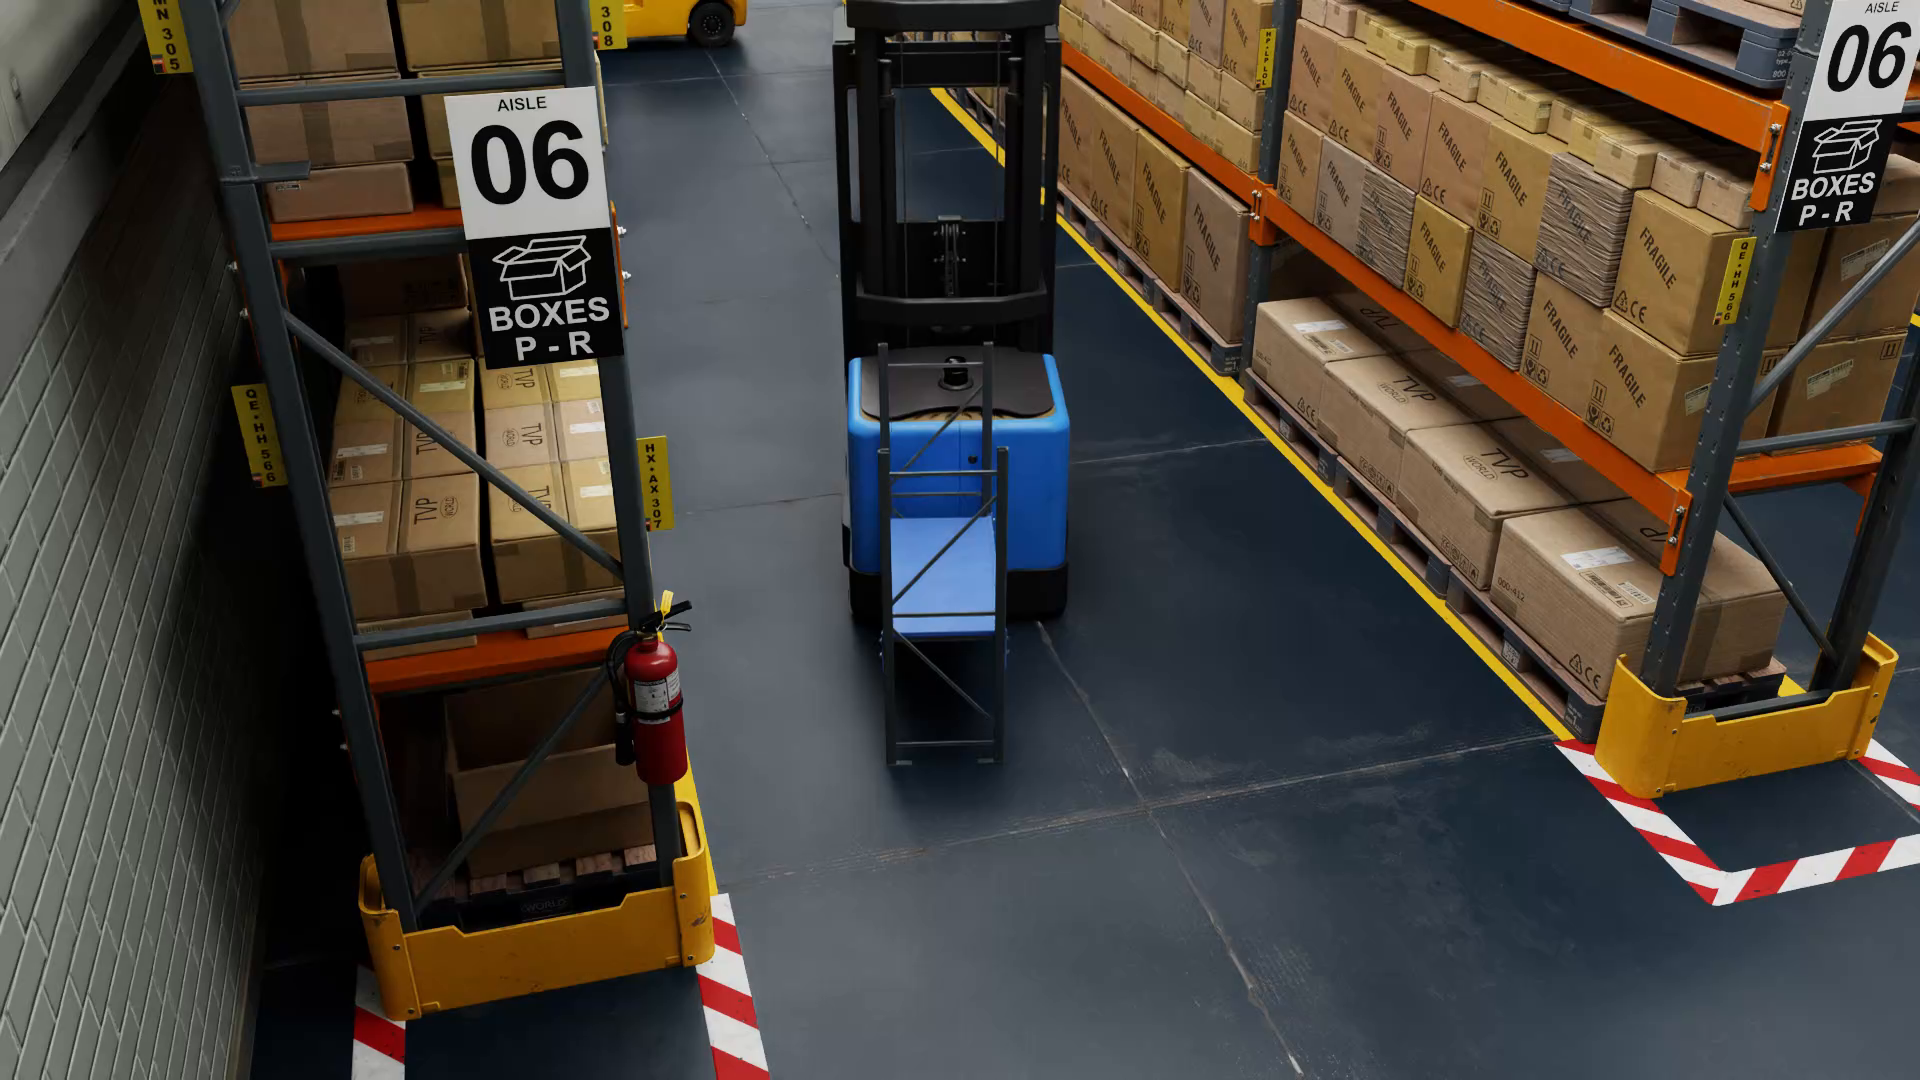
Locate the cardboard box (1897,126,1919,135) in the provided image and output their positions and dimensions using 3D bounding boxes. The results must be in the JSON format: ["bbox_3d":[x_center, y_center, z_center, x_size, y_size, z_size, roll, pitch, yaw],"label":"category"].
[{"bbox_3d":[7.050,-2.843,11.995,0.500,0.250,0.500,-9,31,-15],"label":"cardboard box"}]

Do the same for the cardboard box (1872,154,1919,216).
[{"bbox_3d":[3.480,-1.353,6.348,0.380,0.149,0.250,-7,31,-12],"label":"cardboard box"}]

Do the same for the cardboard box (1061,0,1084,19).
[{"bbox_3d":[1.081,-4.126,12.534,0.500,0.250,0.500,-8,31,-14],"label":"cardboard box"}]

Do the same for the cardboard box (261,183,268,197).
[{"bbox_3d":[-1.914,-1.159,5.014,0.380,0.149,0.250,-7,31,-12],"label":"cardboard box"}]

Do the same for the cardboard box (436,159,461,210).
[{"bbox_3d":[-1.337,-1.100,4.913,0.380,0.149,0.250,-7,31,-12],"label":"cardboard box"}]

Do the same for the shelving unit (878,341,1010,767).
[{"bbox_3d":[-0.085,0.050,7.167,0.538,1.500,1.048,-1,30,-2],"label":"shelving unit"}]

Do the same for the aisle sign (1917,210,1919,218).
[{"bbox_3d":[3.606,-1.517,5.781,0.394,0.787,0.004,-8,31,-13],"label":"aisle sign"}]

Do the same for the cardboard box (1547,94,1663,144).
[{"bbox_3d":[2.751,-1.787,7.098,0.380,0.149,0.250,-8,31,-14],"label":"cardboard box"}]

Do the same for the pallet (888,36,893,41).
[{"bbox_3d":[-0.417,-5.887,18.710,1.003,0.211,1.213,-8,31,-13],"label":"pallet"}]

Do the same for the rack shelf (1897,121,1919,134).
[{"bbox_3d":[6.461,-3.681,12.834,1.077,0.370,4.000,-8,31,-13],"label":"rack shelf"}]

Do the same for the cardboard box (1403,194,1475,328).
[{"bbox_3d":[2.510,-1.368,8.020,0.500,0.500,0.500,-7,31,-12],"label":"cardboard box"}]

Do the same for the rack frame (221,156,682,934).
[{"bbox_3d":[-1.477,0.274,5.282,1.000,3.000,0.127,-8,31,-13],"label":"rack frame"}]

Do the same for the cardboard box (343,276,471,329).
[{"bbox_3d":[-2.393,-0.956,7.260,0.500,0.250,0.500,-7,31,-12],"label":"cardboard box"}]

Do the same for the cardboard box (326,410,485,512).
[{"bbox_3d":[-1.991,-0.226,5.999,0.500,0.250,0.500,-8,31,-13],"label":"cardboard box"}]

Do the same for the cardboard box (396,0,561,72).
[{"bbox_3d":[-1.353,-1.552,4.797,0.500,0.250,0.500,-8,31,-14],"label":"cardboard box"}]

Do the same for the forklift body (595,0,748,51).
[{"bbox_3d":[-3.462,-6.413,17.683,2.313,2.155,1.214,-8,31,-13],"label":"forklift body"}]

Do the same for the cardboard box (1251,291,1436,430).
[{"bbox_3d":[2.309,-1.075,9.752,0.875,0.438,0.875,-8,31,-14],"label":"cardboard box"}]

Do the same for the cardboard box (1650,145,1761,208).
[{"bbox_3d":[2.929,-1.411,6.448,0.380,0.149,0.250,-7,31,-12],"label":"cardboard box"}]

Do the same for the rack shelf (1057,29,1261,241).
[{"bbox_3d":[1.715,-2.974,11.613,1.077,0.370,4.000,-8,31,-13],"label":"rack shelf"}]

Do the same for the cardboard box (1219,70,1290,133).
[{"bbox_3d":[1.895,-2.652,9.988,0.500,0.250,0.500,-8,31,-13],"label":"cardboard box"}]

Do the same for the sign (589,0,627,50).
[{"bbox_3d":[-0.954,-1.475,4.437,0.100,0.325,0.005,-8,31,-13],"label":"sign"}]

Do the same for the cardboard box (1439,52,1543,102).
[{"bbox_3d":[2.466,-2.151,7.727,0.380,0.149,0.250,-8,31,-13],"label":"cardboard box"}]

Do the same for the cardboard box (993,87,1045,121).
[{"bbox_3d":[0.840,-3.926,14.742,0.950,0.372,0.625,-8,31,-14],"label":"cardboard box"}]

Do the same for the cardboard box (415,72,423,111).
[{"bbox_3d":[-1.486,-1.582,5.347,0.500,0.250,0.500,-7,31,-12],"label":"cardboard box"}]

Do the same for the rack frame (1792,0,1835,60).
[{"bbox_3d":[3.308,-2.984,4.923,1.000,3.000,0.127,-8,31,-13],"label":"rack frame"}]

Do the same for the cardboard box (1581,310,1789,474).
[{"bbox_3d":[2.925,-0.629,6.742,0.500,0.500,0.500,-8,31,-13],"label":"cardboard box"}]

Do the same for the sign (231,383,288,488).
[{"bbox_3d":[-2.017,-0.300,4.802,0.100,0.325,0.005,-8,31,-13],"label":"sign"}]

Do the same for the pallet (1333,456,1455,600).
[{"bbox_3d":[2.700,-0.145,8.790,1.003,0.211,1.213,-8,31,-13],"label":"pallet"}]

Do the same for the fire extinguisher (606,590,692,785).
[{"bbox_3d":[-0.992,0.478,5.379,0.296,0.674,0.183,-8,31,-13],"label":"fire extinguisher"}]

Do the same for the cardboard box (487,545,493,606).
[{"bbox_3d":[-1.832,0.127,5.786,0.380,0.149,0.250,-7,31,-12],"label":"cardboard box"}]

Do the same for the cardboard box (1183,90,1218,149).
[{"bbox_3d":[1.750,-2.684,10.543,0.500,0.250,0.500,-8,31,-14],"label":"cardboard box"}]

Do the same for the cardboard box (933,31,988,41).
[{"bbox_3d":[0.264,-4.975,16.555,0.950,0.372,0.625,-7,31,-13],"label":"cardboard box"}]

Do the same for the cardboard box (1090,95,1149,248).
[{"bbox_3d":[1.520,-2.738,12.188,0.875,0.875,0.875,-7,31,-13],"label":"cardboard box"}]

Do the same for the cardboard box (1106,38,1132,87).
[{"bbox_3d":[1.359,-3.417,11.809,0.500,0.250,0.500,-7,31,-12],"label":"cardboard box"}]

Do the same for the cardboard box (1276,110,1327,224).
[{"bbox_3d":[2.118,-2.102,9.287,0.500,0.500,0.500,-7,31,-12],"label":"cardboard box"}]

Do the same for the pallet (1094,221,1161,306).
[{"bbox_3d":[1.641,-2.066,12.109,1.003,0.211,1.213,-8,31,-13],"label":"pallet"}]

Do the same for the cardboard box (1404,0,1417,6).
[{"bbox_3d":[2.600,-2.828,8.897,0.380,0.149,0.250,-7,31,-12],"label":"cardboard box"}]

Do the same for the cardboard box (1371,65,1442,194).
[{"bbox_3d":[2.392,-2.040,8.182,0.500,0.500,0.500,-7,31,-12],"label":"cardboard box"}]

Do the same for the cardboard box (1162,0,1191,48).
[{"bbox_3d":[1.625,-3.475,10.661,0.500,0.500,0.500,-7,31,-12],"label":"cardboard box"}]

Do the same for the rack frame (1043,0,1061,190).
[{"bbox_3d":[1.184,-4.252,13.101,1.000,3.000,0.127,-8,31,-13],"label":"rack frame"}]

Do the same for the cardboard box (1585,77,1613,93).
[{"bbox_3d":[3.109,-2.108,7.651,0.380,0.149,0.250,-9,31,-14],"label":"cardboard box"}]

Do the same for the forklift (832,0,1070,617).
[{"bbox_3d":[-0.075,-1.605,8.597,1.130,2.935,3.031,-1,30,-2],"label":"forklift"}]

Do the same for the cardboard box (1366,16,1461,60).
[{"bbox_3d":[2.278,-2.522,8.367,0.380,0.149,0.250,-8,31,-14],"label":"cardboard box"}]

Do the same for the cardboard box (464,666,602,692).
[{"bbox_3d":[-1.737,0.448,7.058,0.700,0.500,0.500,-7,31,-11],"label":"cardboard box"}]

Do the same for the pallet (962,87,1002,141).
[{"bbox_3d":[0.658,-4.011,15.468,1.003,0.211,1.213,-8,31,-13],"label":"pallet"}]

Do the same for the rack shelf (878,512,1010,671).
[{"bbox_3d":[-0.085,0.205,7.257,0.538,0.185,1.000,-1,30,-2],"label":"rack shelf"}]

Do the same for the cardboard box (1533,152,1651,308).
[{"bbox_3d":[2.783,-1.314,6.927,0.500,0.500,0.500,-8,31,-13],"label":"cardboard box"}]

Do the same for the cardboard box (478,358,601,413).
[{"bbox_3d":[-1.609,-0.533,6.529,0.500,0.250,0.500,-8,31,-14],"label":"cardboard box"}]

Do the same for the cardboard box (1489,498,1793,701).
[{"bbox_3d":[3.036,0.234,7.490,0.875,0.438,0.875,-9,31,-15],"label":"cardboard box"}]

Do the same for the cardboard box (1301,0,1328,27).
[{"bbox_3d":[2.080,-2.890,9.002,0.380,0.149,0.250,-8,31,-14],"label":"cardboard box"}]

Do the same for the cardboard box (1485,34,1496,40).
[{"bbox_3d":[2.842,-2.471,8.279,0.380,0.149,0.250,-8,31,-14],"label":"cardboard box"}]

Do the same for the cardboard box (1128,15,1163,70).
[{"bbox_3d":[1.459,-3.387,11.258,0.500,0.250,0.500,-7,31,-12],"label":"cardboard box"}]

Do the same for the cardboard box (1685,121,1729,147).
[{"bbox_3d":[3.297,-1.736,7.009,0.380,0.149,0.250,-9,31,-15],"label":"cardboard box"}]

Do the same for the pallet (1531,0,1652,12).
[{"bbox_3d":[2.773,-2.595,7.333,1.003,0.211,1.213,-8,31,-13],"label":"pallet"}]
